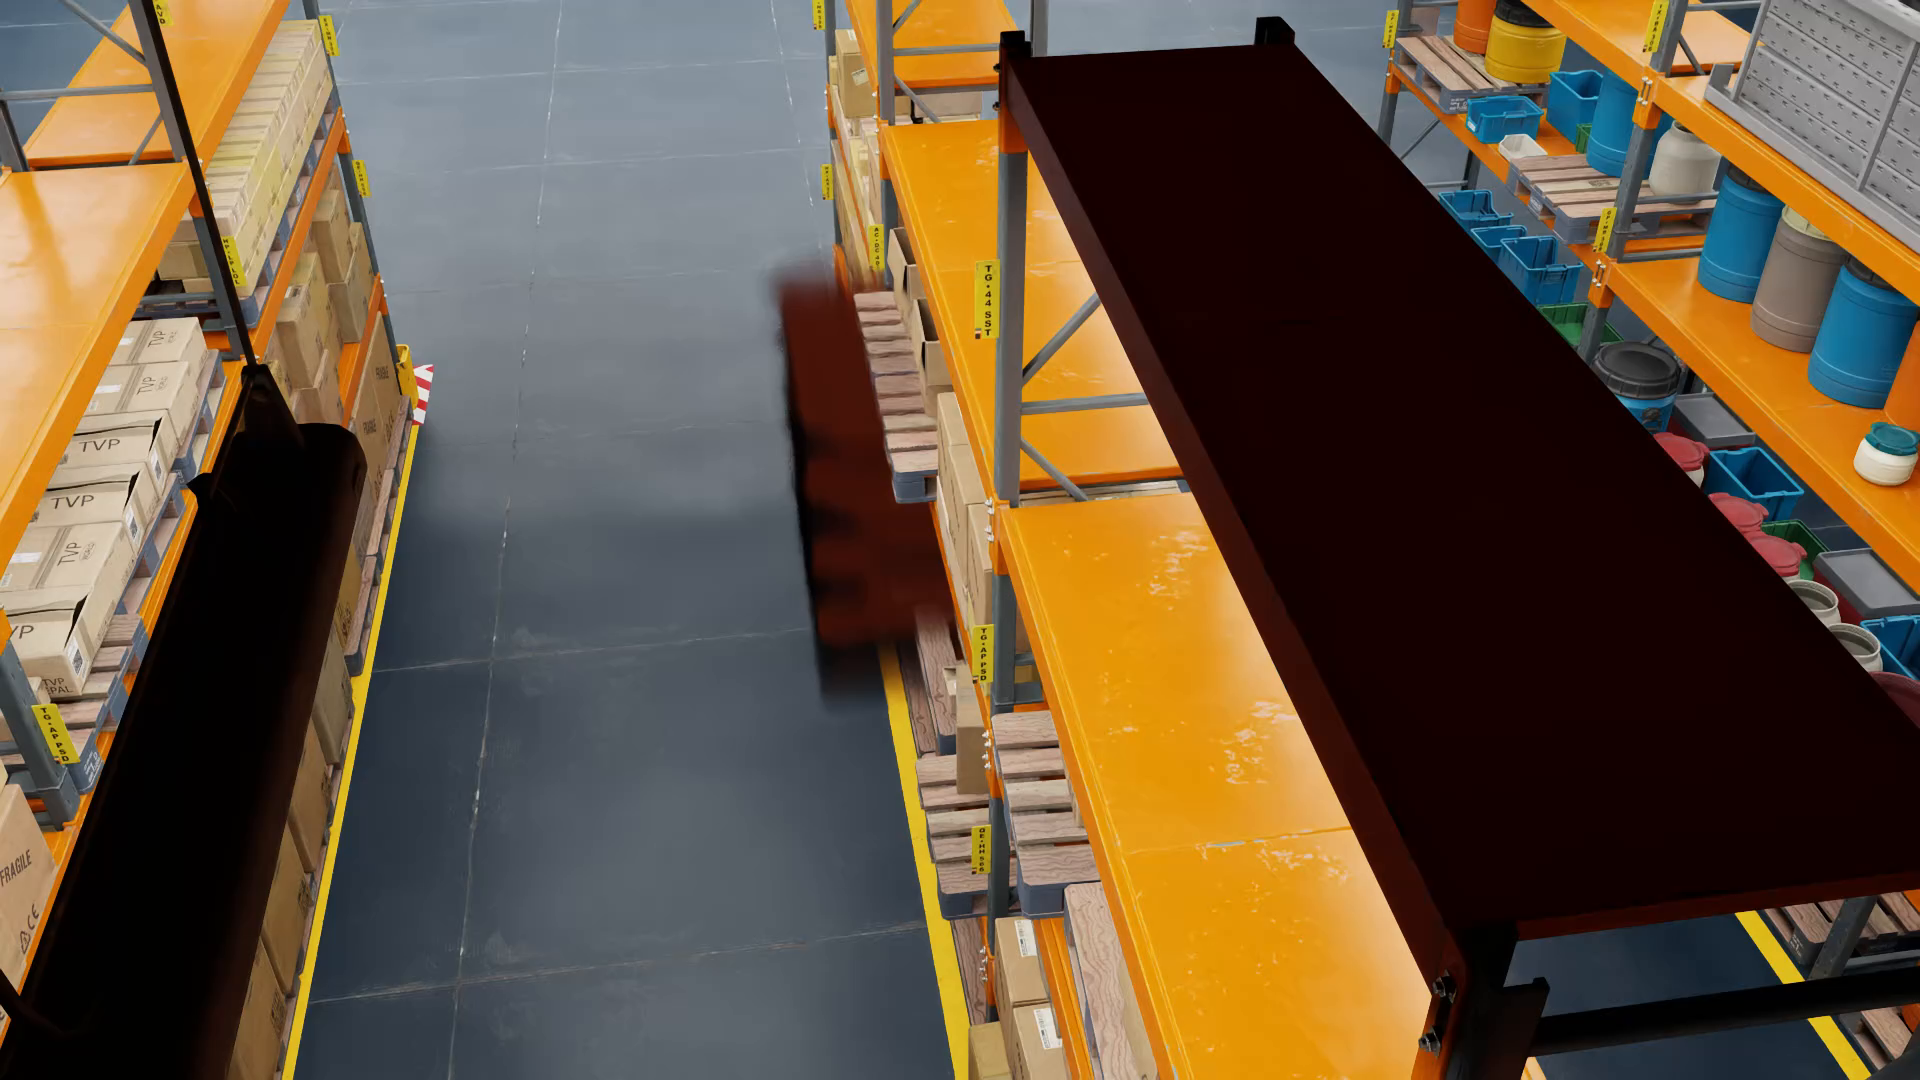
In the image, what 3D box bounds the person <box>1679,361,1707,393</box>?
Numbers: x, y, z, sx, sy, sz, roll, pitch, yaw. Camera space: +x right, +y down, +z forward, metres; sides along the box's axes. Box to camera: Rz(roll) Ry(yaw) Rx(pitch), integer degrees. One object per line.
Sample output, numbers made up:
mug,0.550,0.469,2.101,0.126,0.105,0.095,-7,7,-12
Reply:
person,6.806,-2.050,14.834,0.517,1.660,0.474,3,36,5
